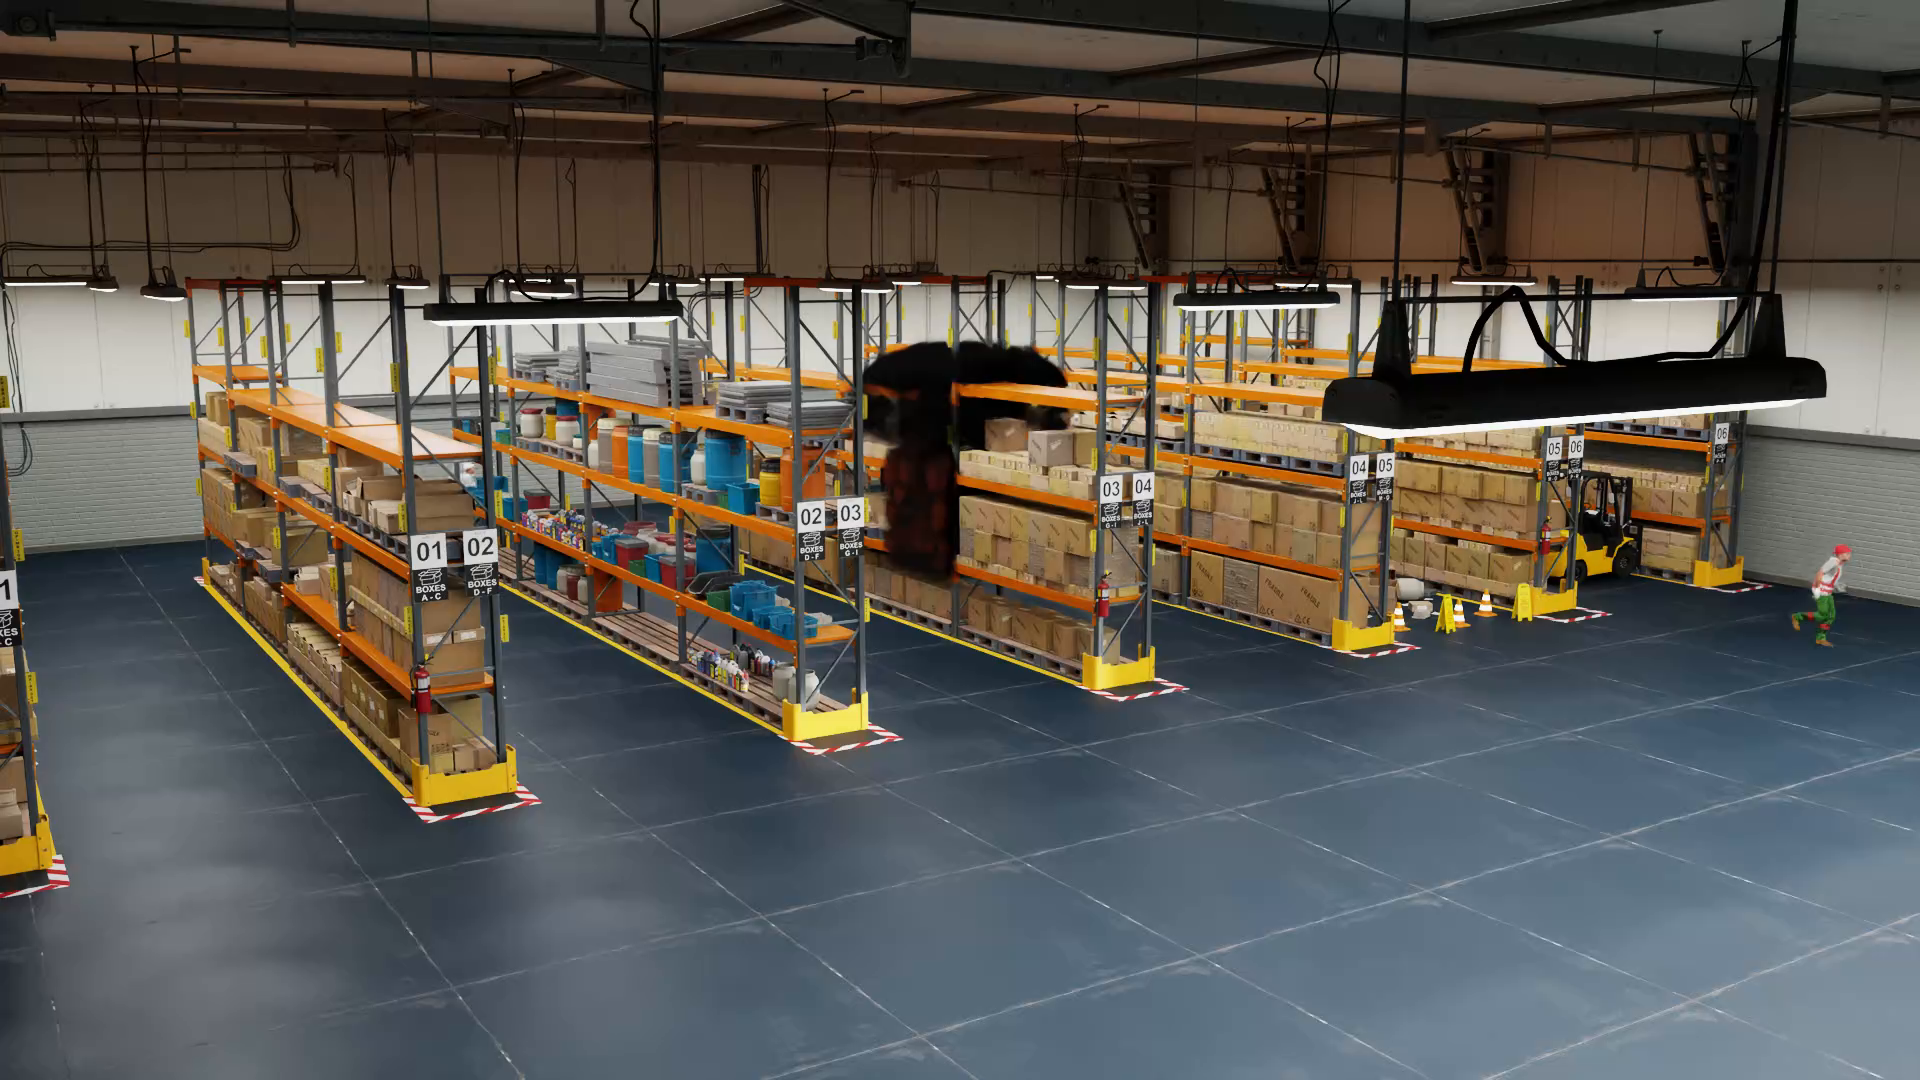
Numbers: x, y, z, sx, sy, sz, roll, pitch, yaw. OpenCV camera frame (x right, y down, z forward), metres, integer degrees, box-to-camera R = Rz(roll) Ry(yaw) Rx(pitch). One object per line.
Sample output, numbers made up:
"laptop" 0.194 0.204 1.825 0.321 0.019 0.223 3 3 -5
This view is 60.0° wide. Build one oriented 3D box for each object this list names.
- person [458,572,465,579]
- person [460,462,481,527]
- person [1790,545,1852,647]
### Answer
"person" -9.282 0.265 30.894 0.679 1.639 0.970 -6 12 -34
"person" -11.323 -0.907 38.123 0.831 1.792 0.680 -3 10 -18
"person" 14.314 0.898 27.649 0.846 1.717 0.655 6 11 31
